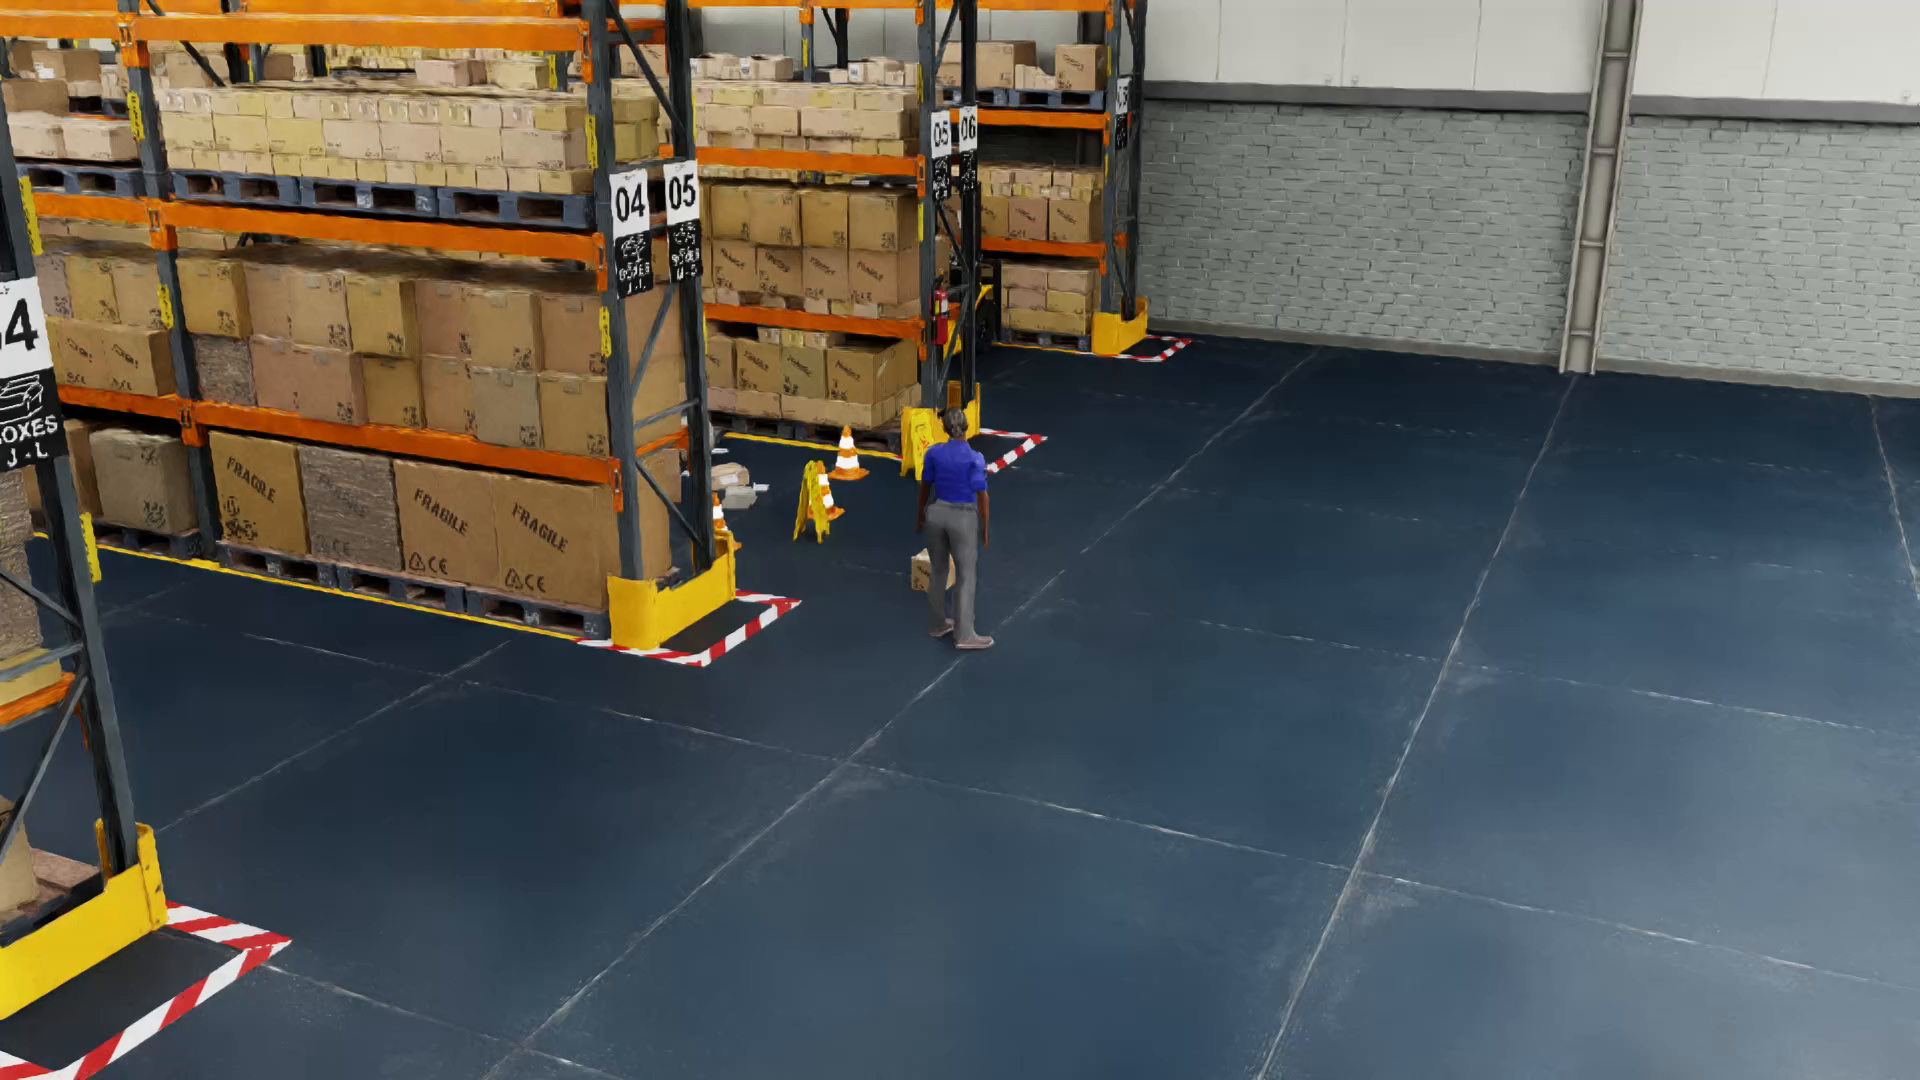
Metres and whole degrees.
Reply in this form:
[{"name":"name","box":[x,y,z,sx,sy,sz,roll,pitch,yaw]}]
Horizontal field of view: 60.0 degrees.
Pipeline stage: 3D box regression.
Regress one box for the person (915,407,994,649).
[{"name":"person","box":[-0.044,-0.101,11.314,0.605,1.662,0.430,8,21,21]}]
